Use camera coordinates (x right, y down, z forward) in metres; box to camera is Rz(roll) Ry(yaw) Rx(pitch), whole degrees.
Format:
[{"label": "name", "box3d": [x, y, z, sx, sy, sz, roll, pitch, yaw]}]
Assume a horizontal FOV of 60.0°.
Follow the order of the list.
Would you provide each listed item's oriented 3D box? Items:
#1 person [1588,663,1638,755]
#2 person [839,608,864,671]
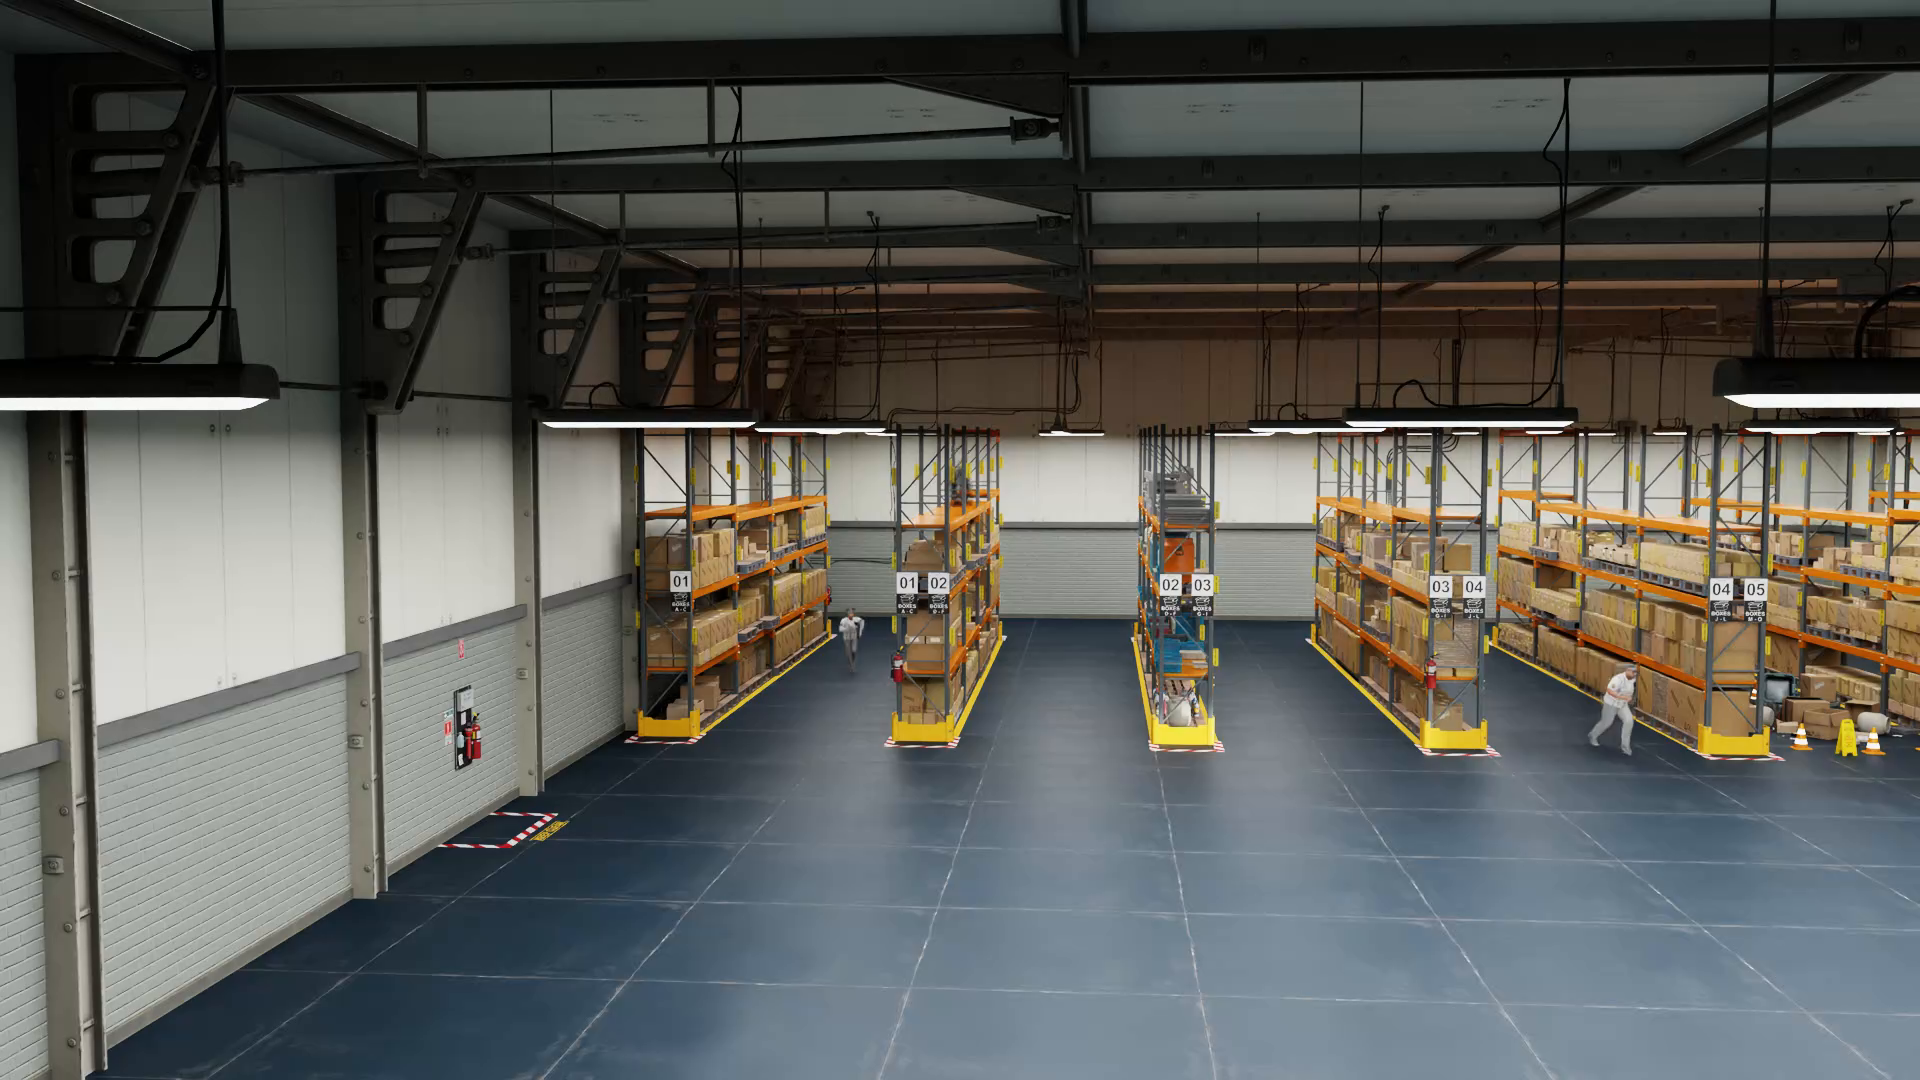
[{"label": "person", "box3d": [11.987, 3.069, 30.501, 0.707, 1.721, 1.021, -2, 4, -29]}, {"label": "person", "box3d": [-2.642, 2.428, 40.539, 0.593, 1.608, 0.811, 0, 3, 0]}]
